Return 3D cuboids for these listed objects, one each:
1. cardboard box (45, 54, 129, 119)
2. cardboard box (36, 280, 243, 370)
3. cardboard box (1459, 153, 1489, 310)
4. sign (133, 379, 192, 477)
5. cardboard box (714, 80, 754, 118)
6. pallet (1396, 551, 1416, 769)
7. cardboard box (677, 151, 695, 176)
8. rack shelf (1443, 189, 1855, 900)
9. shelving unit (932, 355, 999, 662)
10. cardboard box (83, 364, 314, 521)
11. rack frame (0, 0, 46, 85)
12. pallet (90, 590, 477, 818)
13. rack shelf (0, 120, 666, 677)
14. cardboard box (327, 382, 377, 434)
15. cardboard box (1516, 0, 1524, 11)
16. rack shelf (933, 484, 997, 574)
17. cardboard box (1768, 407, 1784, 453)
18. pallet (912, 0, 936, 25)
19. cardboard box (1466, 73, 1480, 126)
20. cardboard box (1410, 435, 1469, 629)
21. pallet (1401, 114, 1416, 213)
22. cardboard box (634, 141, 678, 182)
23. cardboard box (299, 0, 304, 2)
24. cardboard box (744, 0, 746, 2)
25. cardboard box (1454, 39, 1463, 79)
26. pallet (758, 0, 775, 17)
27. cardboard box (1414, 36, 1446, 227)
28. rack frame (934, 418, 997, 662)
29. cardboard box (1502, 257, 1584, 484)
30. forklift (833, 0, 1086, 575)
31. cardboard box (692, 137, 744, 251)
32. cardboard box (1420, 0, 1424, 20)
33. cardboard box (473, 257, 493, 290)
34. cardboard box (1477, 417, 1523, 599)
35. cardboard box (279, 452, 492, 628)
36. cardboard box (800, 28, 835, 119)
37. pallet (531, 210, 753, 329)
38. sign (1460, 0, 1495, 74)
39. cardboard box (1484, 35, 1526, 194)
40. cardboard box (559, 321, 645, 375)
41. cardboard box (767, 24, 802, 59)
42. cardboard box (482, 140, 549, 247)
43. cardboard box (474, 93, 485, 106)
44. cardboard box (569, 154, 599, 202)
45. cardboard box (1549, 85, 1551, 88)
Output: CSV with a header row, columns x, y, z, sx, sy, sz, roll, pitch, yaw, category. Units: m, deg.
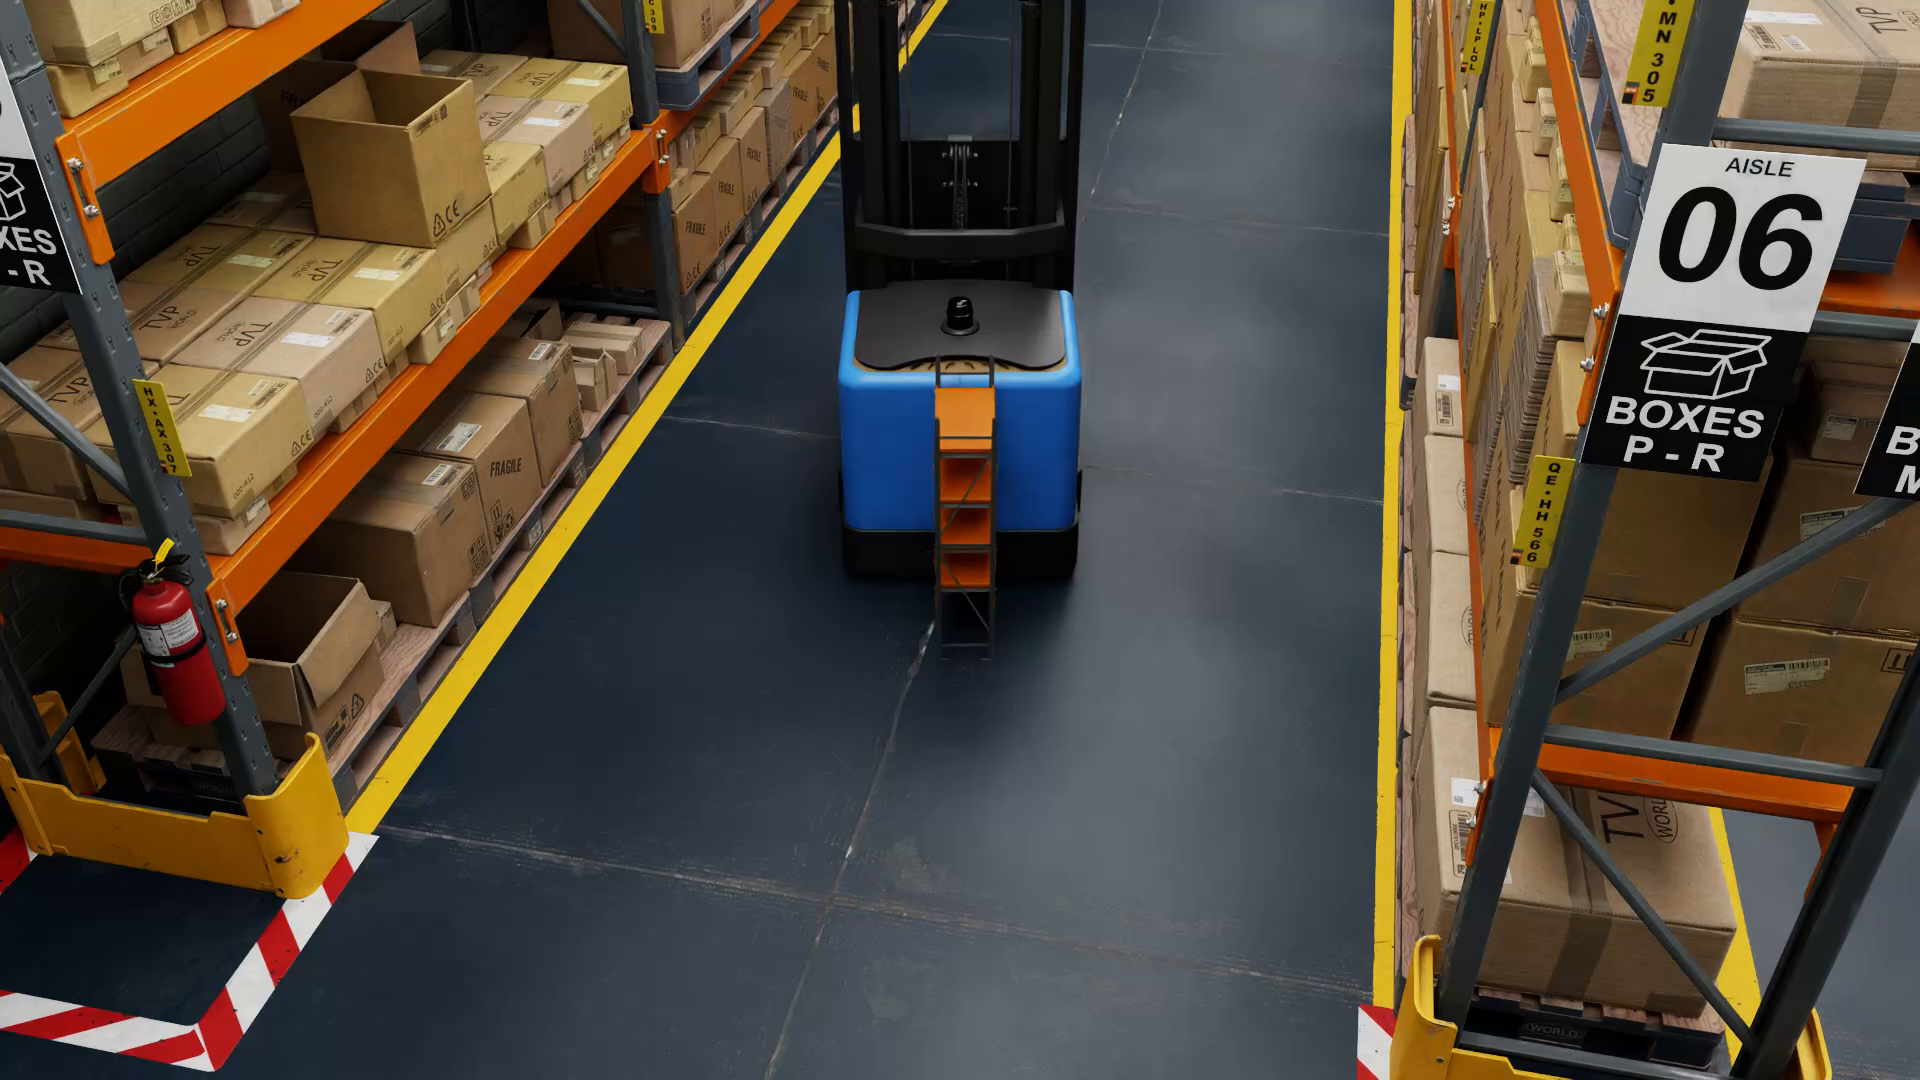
x,y,z,sx,sy,sz,roll,pitch,yaw,category
-2.591,-1.312,4.662,0.380,0.149,0.250,8,37,11,cardboard box
-2.936,-0.697,6.030,0.500,0.250,0.500,7,37,10,cardboard box
2.351,-1.235,6.812,0.500,0.500,0.500,8,37,10,cardboard box
-2.356,-0.328,4.909,0.100,0.325,0.005,7,37,10,sign
-1.478,-2.688,10.122,0.380,0.149,0.250,9,37,12,cardboard box
2.321,0.538,6.827,1.003,0.211,1.213,7,37,10,pallet
-1.712,-2.100,9.311,0.380,0.149,0.250,6,36,9,cardboard box
2.391,-0.280,6.194,1.077,0.370,4.000,7,37,10,rack shelf
0.021,-0.118,6.890,0.258,1.200,0.503,0,36,0,shelving unit
-2.526,-0.331,5.525,0.500,0.250,0.500,8,37,10,cardboard box
-2.886,-2.474,3.496,1.000,3.000,0.127,7,37,10,rack frame
-2.701,0.583,6.766,1.003,0.211,1.213,7,37,10,pallet
-2.459,-0.901,7.049,1.077,0.370,4.000,7,37,10,rack shelf
-2.403,-0.541,6.155,0.380,0.149,0.250,8,37,11,cardboard box
2.497,-2.278,6.847,0.380,0.149,0.250,7,36,9,cardboard box
0.021,-0.063,6.930,0.258,0.148,0.480,0,36,0,rack shelf
1.845,-0.364,4.206,0.380,0.149,0.250,8,37,11,cardboard box
-0.701,-4.667,14.009,1.003,0.211,1.213,7,37,10,pallet
2.675,-2.143,7.853,0.500,0.250,0.500,7,37,10,cardboard box
2.388,0.009,7.007,0.875,0.438,0.875,6,36,9,cardboard box
3.430,-2.440,10.937,1.003,0.211,1.213,7,37,10,pallet
-1.755,-2.059,9.001,0.380,0.149,0.250,7,36,9,cardboard box
-2.287,-1.891,5.461,0.380,0.149,0.250,7,37,10,cardboard box
-1.360,-3.202,9.369,0.396,0.266,0.258,9,37,12,cardboard box
2.904,-2.525,8.806,0.500,0.250,0.500,6,36,9,cardboard box
-1.588,-3.438,10.102,1.003,0.211,1.213,7,37,10,pallet
3.249,-2.425,9.992,0.875,0.875,0.875,8,37,11,cardboard box
0.022,0.025,6.693,0.240,1.200,0.015,0,36,0,rack frame
1.917,-0.480,4.919,0.500,0.500,0.500,7,37,10,cardboard box
-0.001,-1.860,7.819,1.130,2.935,3.031,0,36,0,forklift
-1.605,-2.052,9.797,0.500,0.500,0.500,7,36,9,cardboard box
4.120,-4.298,13.006,0.950,0.372,0.625,8,37,12,cardboard box
-2.200,-1.140,6.981,0.380,0.149,0.250,7,37,10,cardboard box
1.930,-0.061,5.193,0.500,0.500,0.500,7,36,9,cardboard box
-2.442,-0.027,7.004,0.700,0.500,0.500,9,37,12,cardboard box
-1.175,-3.235,11.429,0.500,0.500,0.500,7,36,9,cardboard box
-1.895,-1.680,9.889,1.003,0.211,1.213,7,37,10,pallet
2.286,-2.218,7.334,0.100,0.325,0.005,7,37,10,sign
2.366,-1.632,6.509,0.500,0.500,0.500,7,36,9,cardboard box
-1.864,-0.998,8.642,0.380,0.149,0.250,6,36,9,cardboard box
-1.264,-3.286,10.947,0.380,0.149,0.250,8,37,11,cardboard box
-2.114,-1.502,7.141,0.500,0.250,0.500,7,37,10,cardboard box
-2.502,-1.860,7.634,0.500,0.250,0.500,7,37,10,cardboard box
-1.920,-1.718,7.779,0.380,0.149,0.250,8,37,11,cardboard box
2.273,-1.539,5.828,0.380,0.149,0.250,7,37,10,cardboard box
